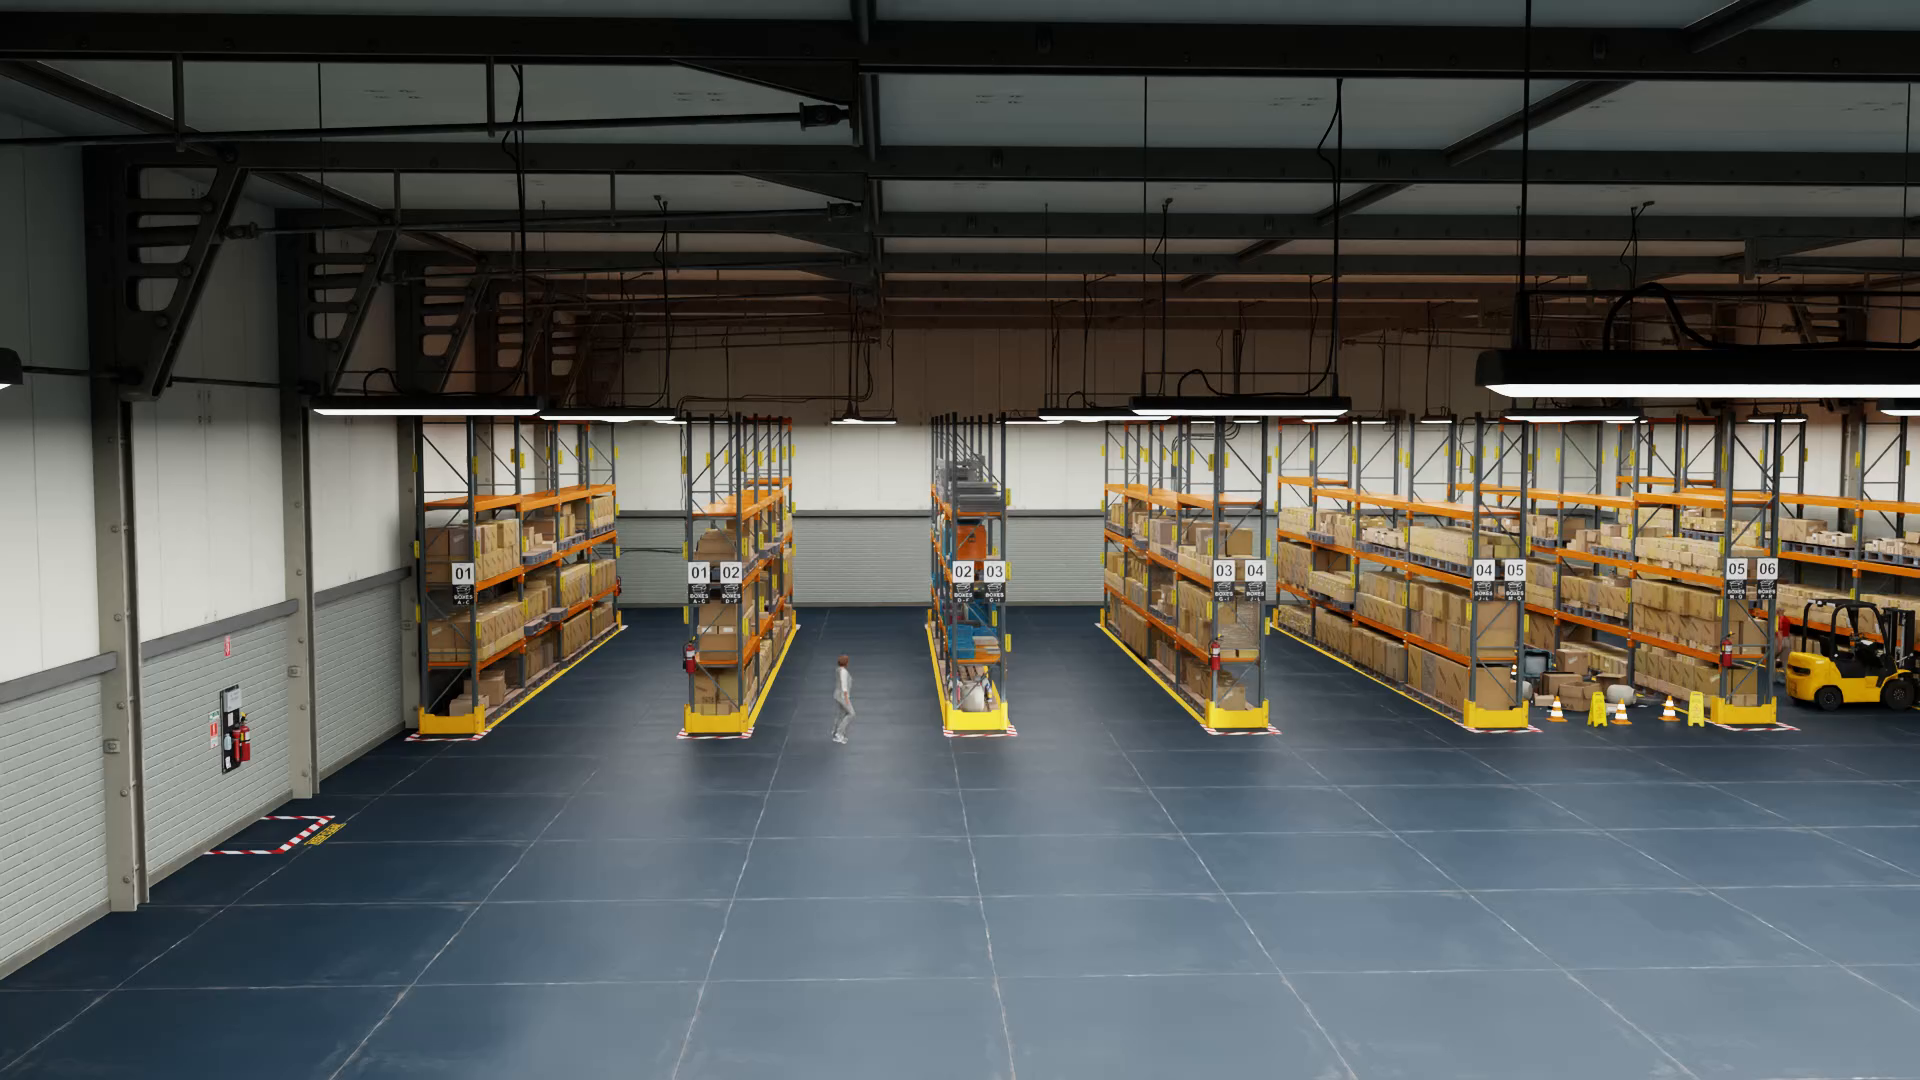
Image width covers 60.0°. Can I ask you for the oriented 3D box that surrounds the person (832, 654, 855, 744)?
[{"bbox_3d":[-2.117,2.867,30.095,0.416,1.606,0.437,-1,4,-9],"label":"person"}]

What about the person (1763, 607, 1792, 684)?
[{"bbox_3d":[18.288,2.376,36.983,0.543,1.777,0.609,-1,4,-14],"label":"person"}]

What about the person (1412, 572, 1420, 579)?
[{"bbox_3d":[12.753,1.664,46.663,0.512,1.713,0.974,-3,5,-37],"label":"person"}]
